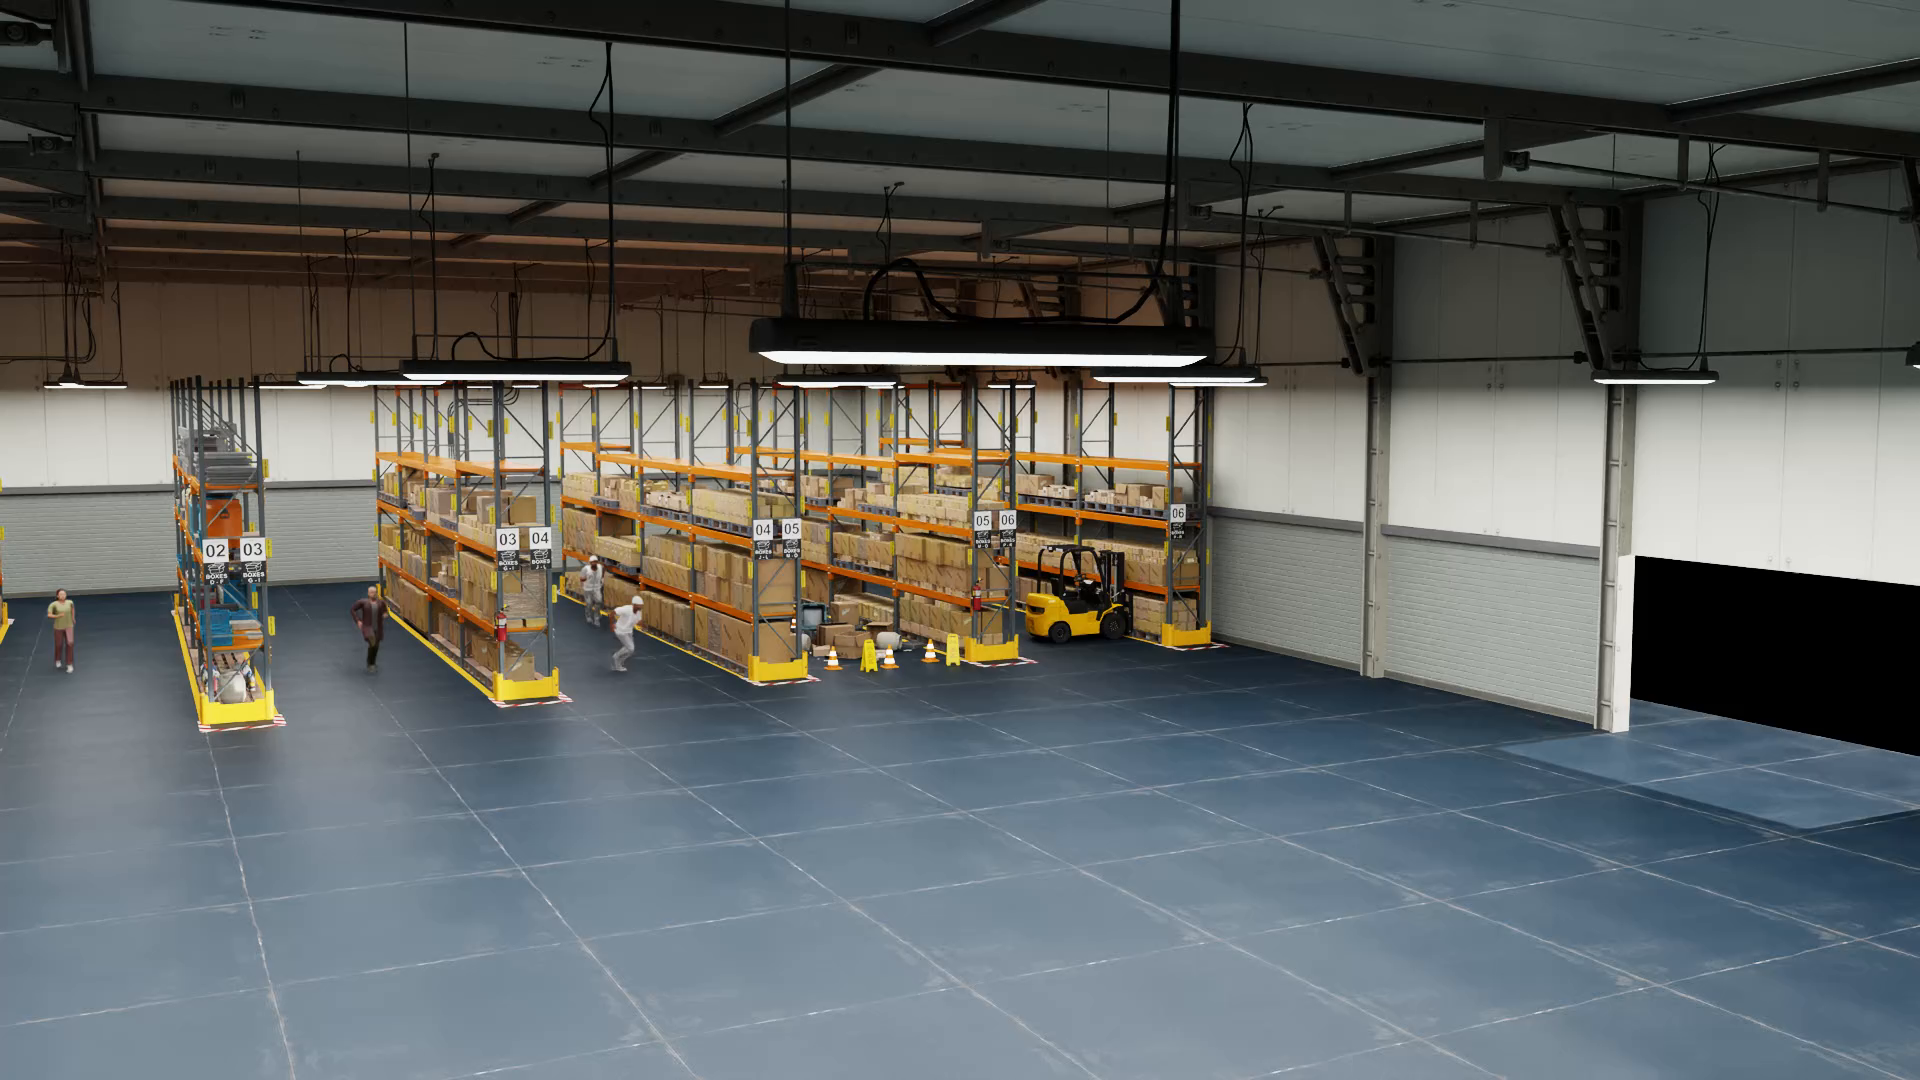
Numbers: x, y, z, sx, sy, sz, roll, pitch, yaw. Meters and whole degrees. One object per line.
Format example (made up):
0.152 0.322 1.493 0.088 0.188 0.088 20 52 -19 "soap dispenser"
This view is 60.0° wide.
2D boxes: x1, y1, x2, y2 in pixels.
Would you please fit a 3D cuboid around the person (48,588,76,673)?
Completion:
-18.435 1.833 34.143 0.553 1.697 0.909 -4 7 -40 "person"

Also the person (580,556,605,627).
-8.979 1.238 40.626 0.667 1.758 0.940 -2 5 -22 "person"

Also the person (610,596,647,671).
-6.800 1.920 33.927 0.840 1.578 0.735 3 6 27 "person"

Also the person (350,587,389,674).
-11.982 1.848 33.877 0.705 1.804 0.845 -4 7 -40 "person"
